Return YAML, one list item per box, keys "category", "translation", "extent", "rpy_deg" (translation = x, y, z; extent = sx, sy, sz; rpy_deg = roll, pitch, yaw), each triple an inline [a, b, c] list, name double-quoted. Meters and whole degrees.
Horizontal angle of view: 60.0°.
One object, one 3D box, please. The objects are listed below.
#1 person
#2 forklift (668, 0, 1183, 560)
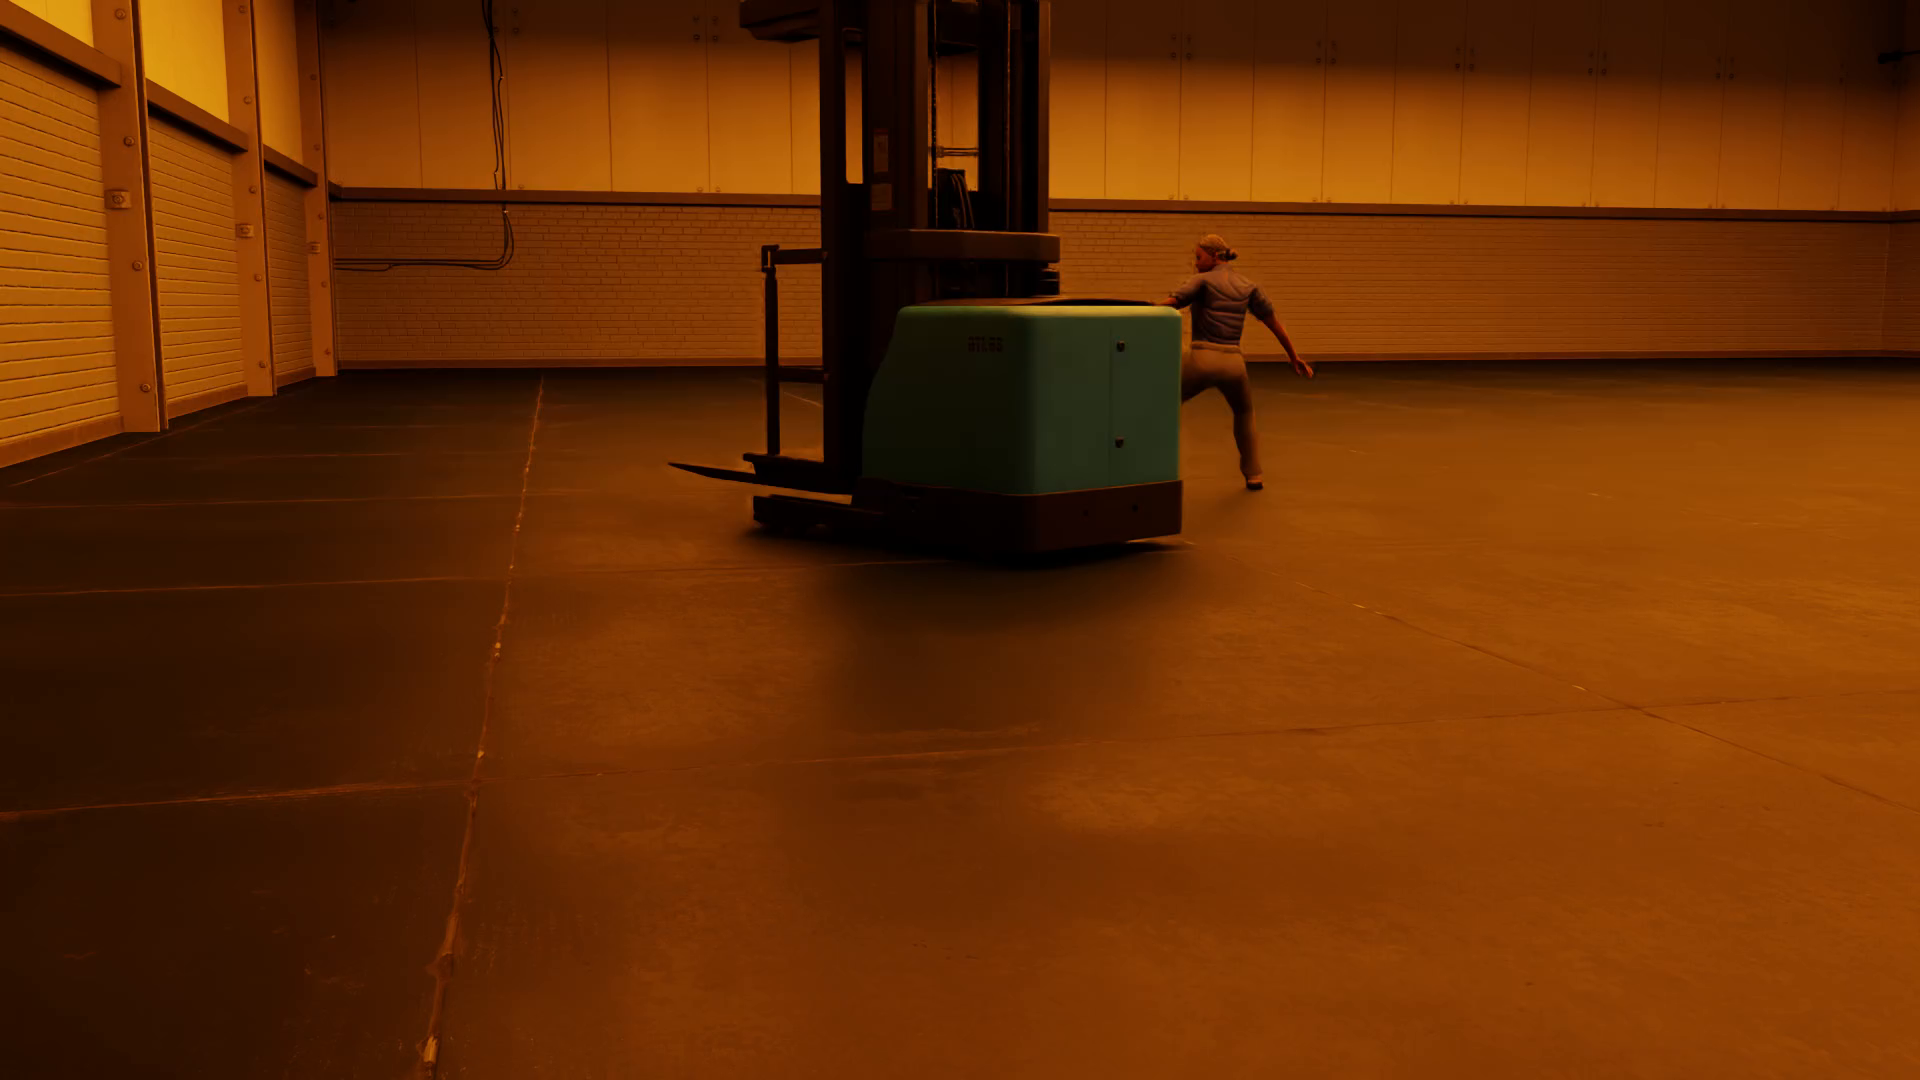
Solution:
- category: "person"
  translation: [1.523, -1.007, 9.722]
  extent: [1.079, 1.555, 0.480]
  rpy_deg: [-2, 8, -14]
- category: "forklift"
  translation: [-0.355, -1.525, 8.027]
  extent: [1.130, 2.935, 3.031]
  rpy_deg: [-7, 11, -41]
